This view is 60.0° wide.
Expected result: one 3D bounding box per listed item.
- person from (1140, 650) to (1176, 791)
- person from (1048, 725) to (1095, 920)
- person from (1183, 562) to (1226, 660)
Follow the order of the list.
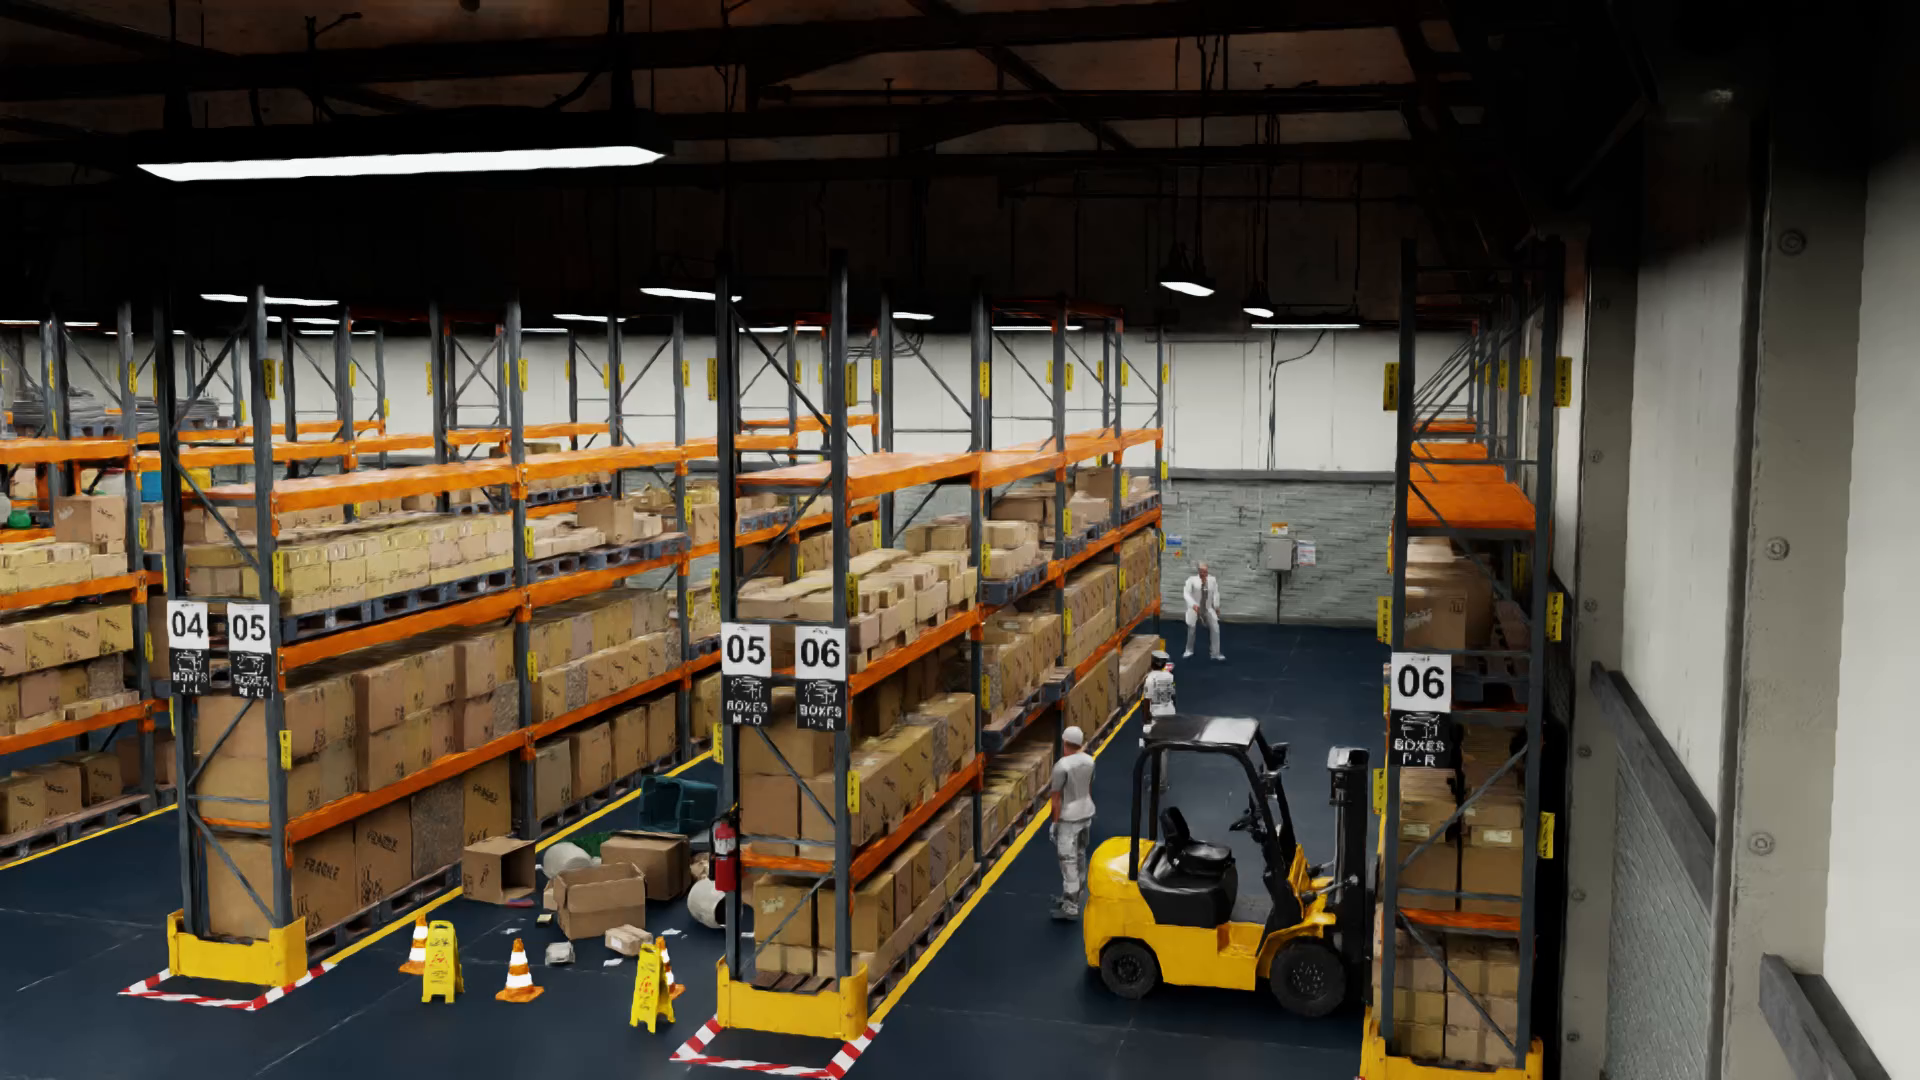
[{"bbox_3d":[2.406,2.182,20.288,0.574,1.665,0.551,-6,8,-42],"label":"person"},{"bbox_3d":[1.000,2.613,15.604,0.606,1.786,0.494,-6,8,-44],"label":"person"},{"bbox_3d":[4.223,1.229,29.069,0.726,1.719,0.857,-1,6,-5],"label":"person"}]
